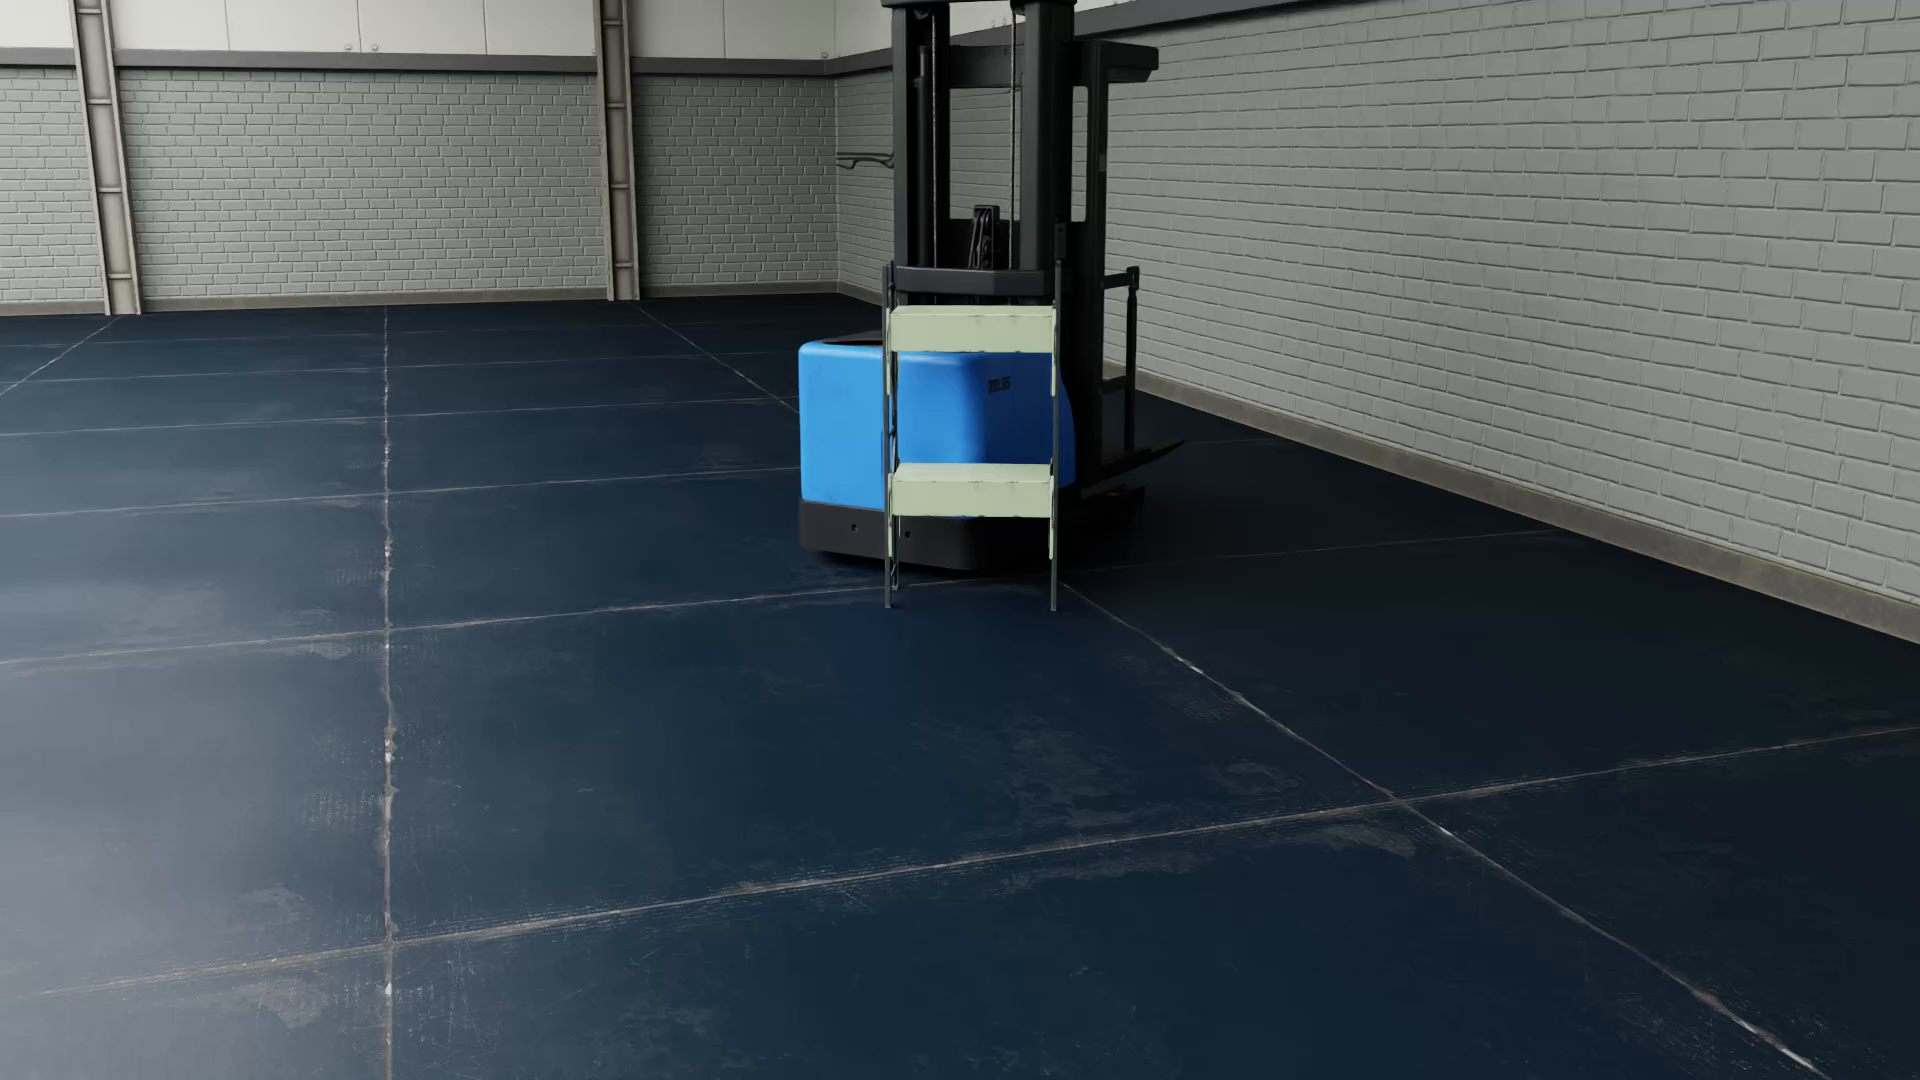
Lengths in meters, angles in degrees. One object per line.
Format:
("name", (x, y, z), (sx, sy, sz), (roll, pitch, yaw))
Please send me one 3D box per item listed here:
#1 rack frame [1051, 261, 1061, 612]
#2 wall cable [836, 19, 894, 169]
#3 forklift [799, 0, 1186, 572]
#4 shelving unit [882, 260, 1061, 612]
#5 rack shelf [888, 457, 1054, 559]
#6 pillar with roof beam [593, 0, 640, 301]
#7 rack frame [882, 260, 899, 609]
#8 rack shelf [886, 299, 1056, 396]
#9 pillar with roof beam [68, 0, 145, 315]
("rack frame", (0.424, -0.460, 7.337), (0.023, 1.500, 0.400), (1, 13, 3))
("wall cable", (-1.255, -5.994, 21.108), (0.112, 2.526, 3.097), (-4, 14, -18))
("forklift", (0.369, -1.569, 8.905), (1.130, 2.935, 3.031), (7, 15, 29))
("shelving unit", (0.058, -0.465, 7.357), (0.755, 1.500, 0.431), (1, 13, 3))
("rack shelf", (0.058, -0.148, 7.433), (0.720, 0.370, 0.431), (1, 13, 3))
("pillar with roof beam", (-3.096, -6.633, 17.084), (0.400, 9.000, 9.100), (-4, 14, -18))
("rack frame", (-0.307, -0.470, 7.378), (0.023, 1.500, 0.400), (1, 13, 3))
("rack shelf", (0.058, -0.845, 7.267), (0.720, 0.370, 0.431), (1, 13, 3))
("pillar with roof beam", (-8.783, -6.191, 15.223), (0.400, 9.000, 9.100), (-4, 14, -18))
